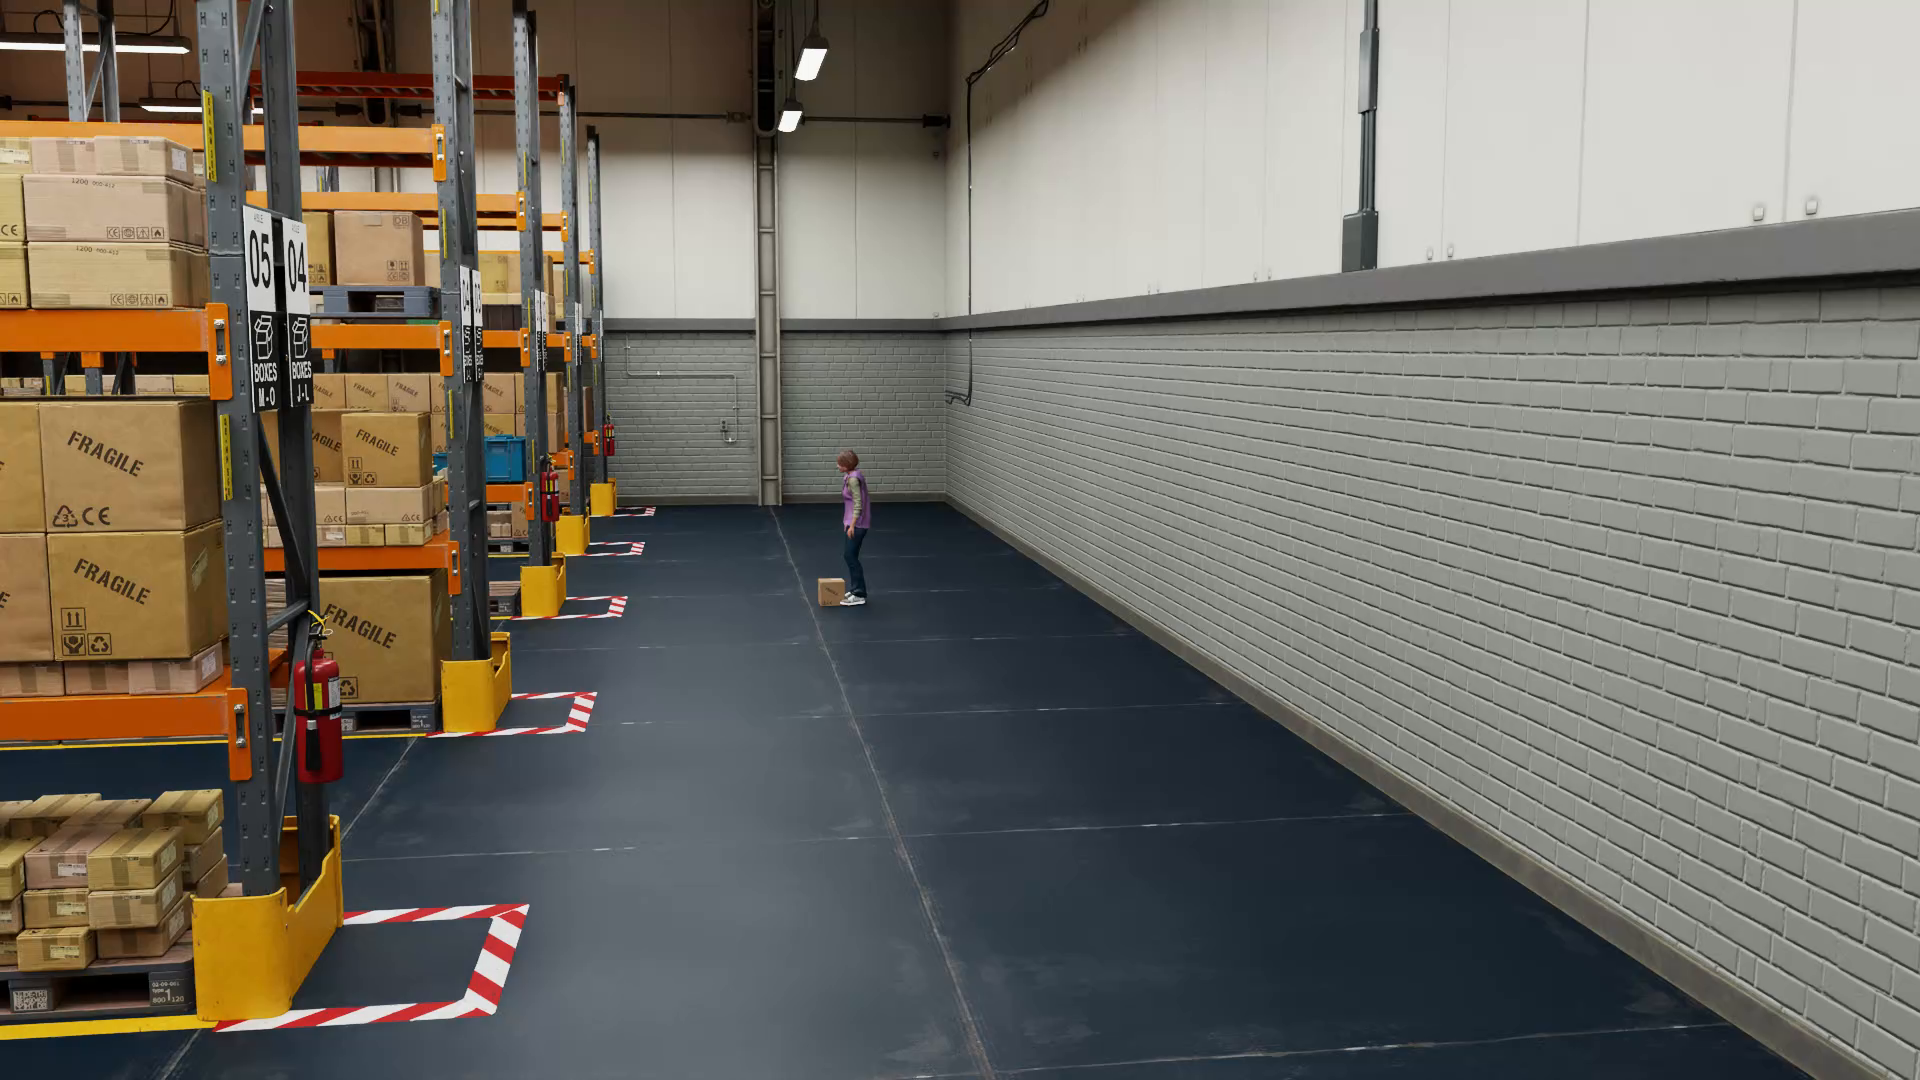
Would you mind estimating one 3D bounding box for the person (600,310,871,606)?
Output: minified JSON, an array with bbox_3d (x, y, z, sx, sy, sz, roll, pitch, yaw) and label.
[{"bbox_3d":[-3.270,-1.465,21.632,3.307,3.194,10.188,-1,7,-8],"label":"person"}]
